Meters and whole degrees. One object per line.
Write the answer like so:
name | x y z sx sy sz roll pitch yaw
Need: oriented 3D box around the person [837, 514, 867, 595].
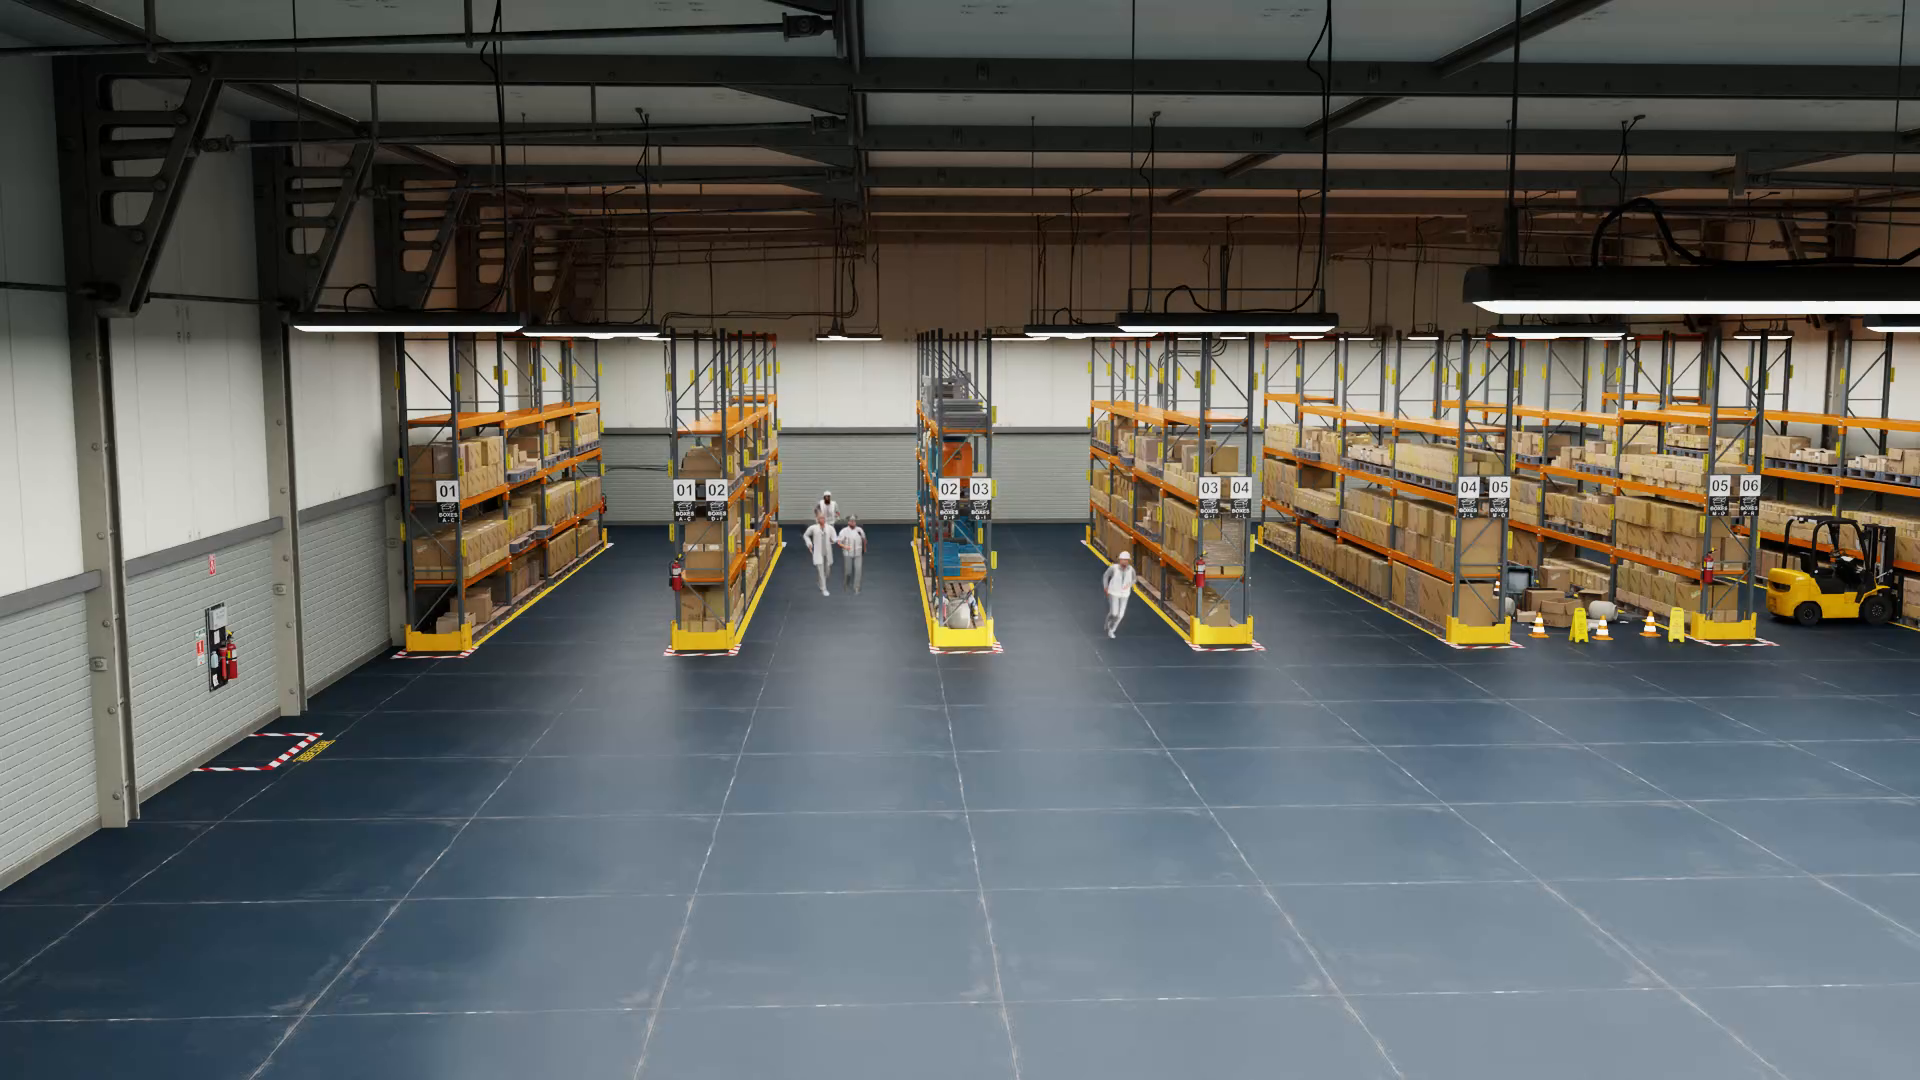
person | -2.319 0.328 36.103 0.674 1.781 0.720 -2 7 -15

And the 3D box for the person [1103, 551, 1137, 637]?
person | 3.133 1.060 32.534 0.629 1.702 0.619 -2 7 -15

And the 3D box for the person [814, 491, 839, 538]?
person | -3.603 -0.450 45.011 0.660 1.773 0.940 -2 7 -13

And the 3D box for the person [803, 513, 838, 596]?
person | -2.978 0.319 35.983 0.714 1.805 0.959 -3 7 -22
